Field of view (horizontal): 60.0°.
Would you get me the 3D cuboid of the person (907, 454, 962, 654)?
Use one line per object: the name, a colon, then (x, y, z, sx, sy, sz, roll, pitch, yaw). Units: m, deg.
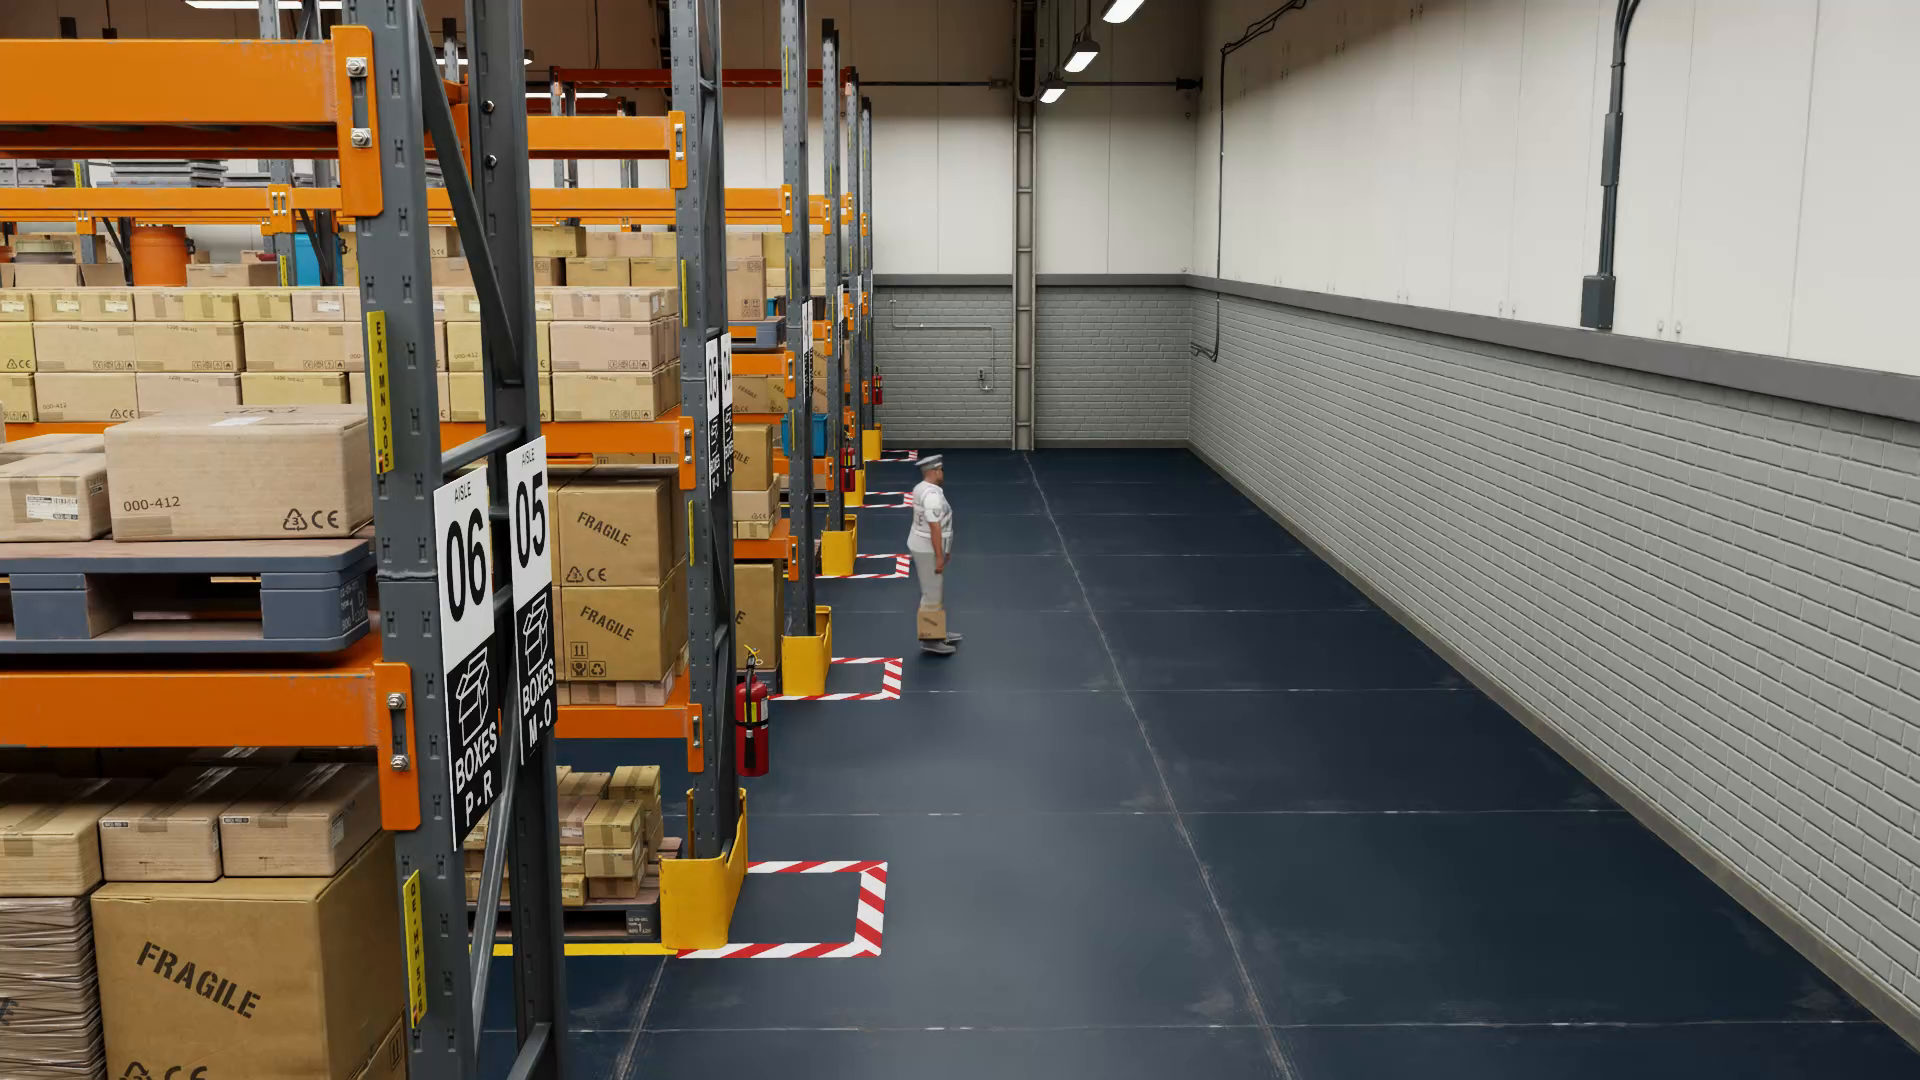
person: (-0.212, 0.113, 15.117, 0.503, 1.771, 0.579, -2, 11, -12)
